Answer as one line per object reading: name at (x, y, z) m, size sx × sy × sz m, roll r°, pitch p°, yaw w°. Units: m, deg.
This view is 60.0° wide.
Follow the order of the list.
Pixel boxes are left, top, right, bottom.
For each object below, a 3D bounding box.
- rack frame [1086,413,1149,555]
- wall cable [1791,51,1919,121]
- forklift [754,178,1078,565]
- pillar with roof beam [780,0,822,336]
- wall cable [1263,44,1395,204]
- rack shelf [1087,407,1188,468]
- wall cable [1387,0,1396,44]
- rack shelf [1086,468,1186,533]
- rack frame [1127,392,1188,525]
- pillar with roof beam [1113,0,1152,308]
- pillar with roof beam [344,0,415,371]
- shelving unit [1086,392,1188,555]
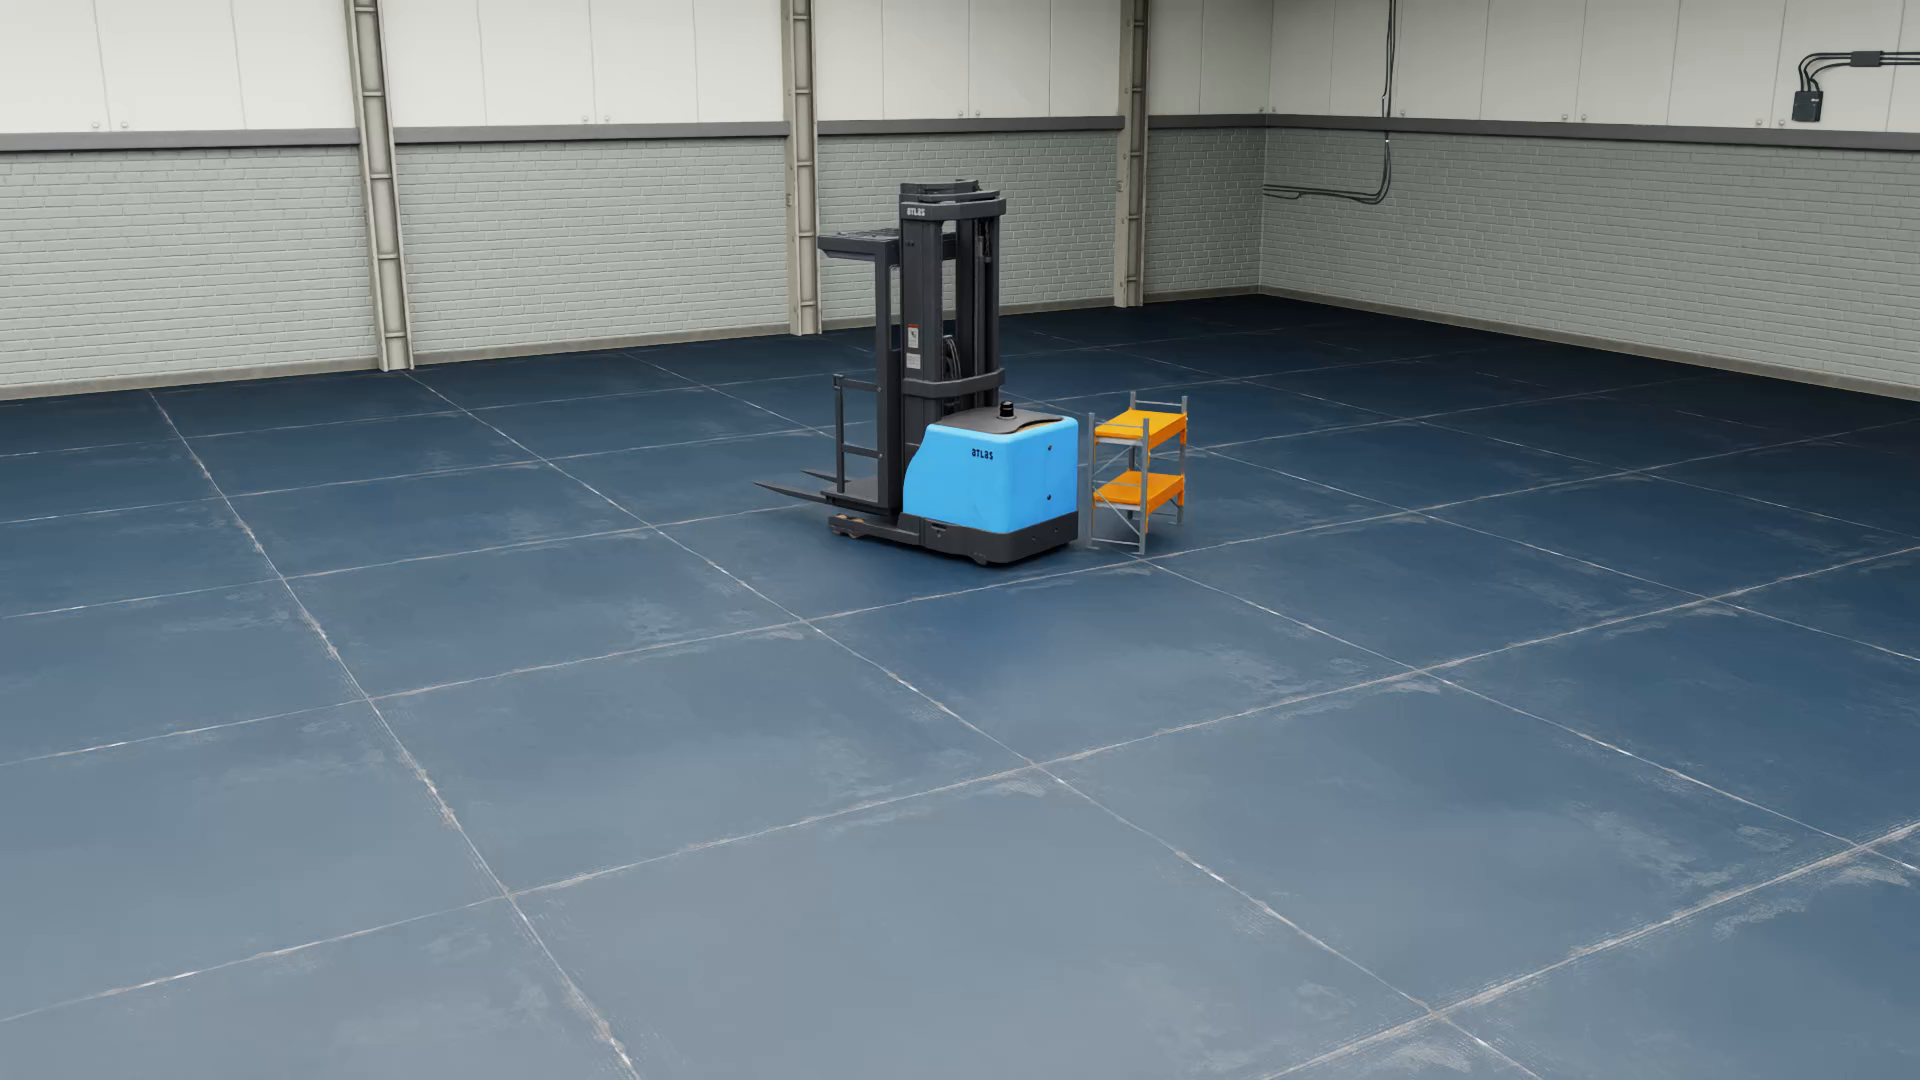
rack frame at (1.271, -0.452, 13.438) m, size 0.500 × 1.125 × 0.032 m, roll 7°, pitch 17°, yaw 24°
wall cable at (10.907, -7.817, 18.823) m, size 0.169 × 6.003 × 2.305 m, roll -9°, pitch 18°, yaw -30°
forklift at (-0.482, -1.520, 13.903) m, size 3.031 × 2.935 × 1.130 m, roll 13°, pitch 20°, yaw 38°
pillar with roof beam at (-0.101, -6.444, 20.227) m, size 0.400 × 9.000 × 9.100 m, roll -9°, pitch 18°, yaw -30°
wall cable at (6.031, -6.883, 27.545) m, size 0.112 × 2.526 × 3.097 m, roll -9°, pitch 18°, yaw -30°
rack shelf at (1.483, -0.858, 13.803) m, size 0.538 × 0.278 × 1.000 m, roll 7°, pitch 17°, yaw 24°
wall cable at (7.425, -8.689, 24.630) m, size 0.112 × 2.526 × 3.097 m, roll -9°, pitch 18°, yaw -30°
rack shelf at (1.483, -0.341, 13.948) m, size 0.538 × 0.278 × 1.000 m, roll 7°, pitch 17°, yaw 24°
rack frame at (1.696, -0.701, 14.327) m, size 0.500 × 1.125 × 0.032 m, roll 7°, pitch 17°, yaw 24°
pillar with roof beam at (5.042, -7.278, 23.203) m, size 0.400 × 9.000 × 9.100 m, roll -9°, pitch 18°, yaw -30°
pillar with roof beam at (-5.244, -5.610, 17.252) m, size 0.400 × 9.000 × 9.100 m, roll -9°, pitch 18°, yaw -30°
shelving unit at (1.483, -0.576, 13.882) m, size 0.538 × 1.125 × 1.048 m, roll 7°, pitch 17°, yaw 24°
